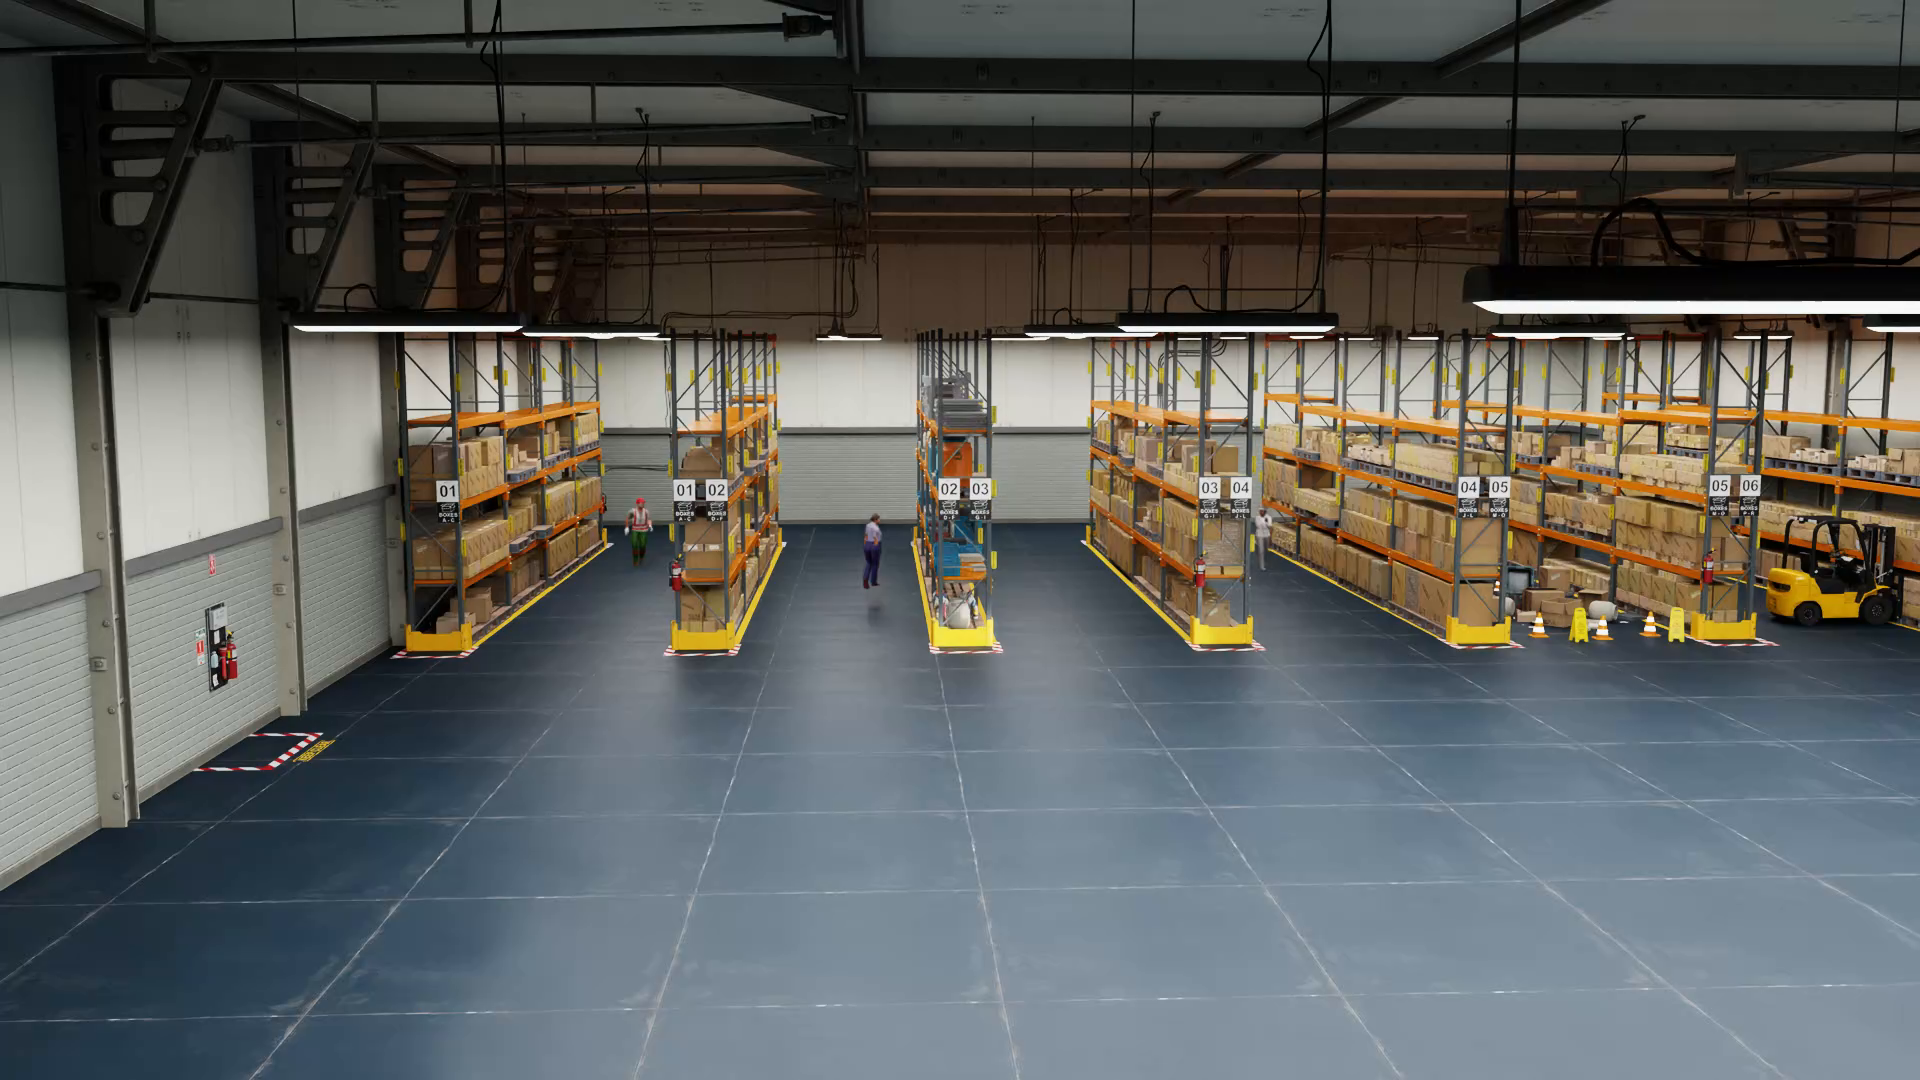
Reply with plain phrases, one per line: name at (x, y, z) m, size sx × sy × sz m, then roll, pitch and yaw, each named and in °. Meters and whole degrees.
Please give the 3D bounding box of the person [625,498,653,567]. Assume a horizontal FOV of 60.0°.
person at (-8.341, -0.198, 43.230) m, size 0.743 × 1.807 × 0.876 m, roll -1°, pitch 7°, yaw -4°

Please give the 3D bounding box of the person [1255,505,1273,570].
person at (7.736, -0.081, 42.363) m, size 0.411 × 1.627 × 0.987 m, roll 0°, pitch 7°, yaw -3°

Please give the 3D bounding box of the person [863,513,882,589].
person at (-1.975, 0.250, 37.261) m, size 0.491 × 1.711 × 0.447 m, roll 4°, pitch 8°, yaw 31°
